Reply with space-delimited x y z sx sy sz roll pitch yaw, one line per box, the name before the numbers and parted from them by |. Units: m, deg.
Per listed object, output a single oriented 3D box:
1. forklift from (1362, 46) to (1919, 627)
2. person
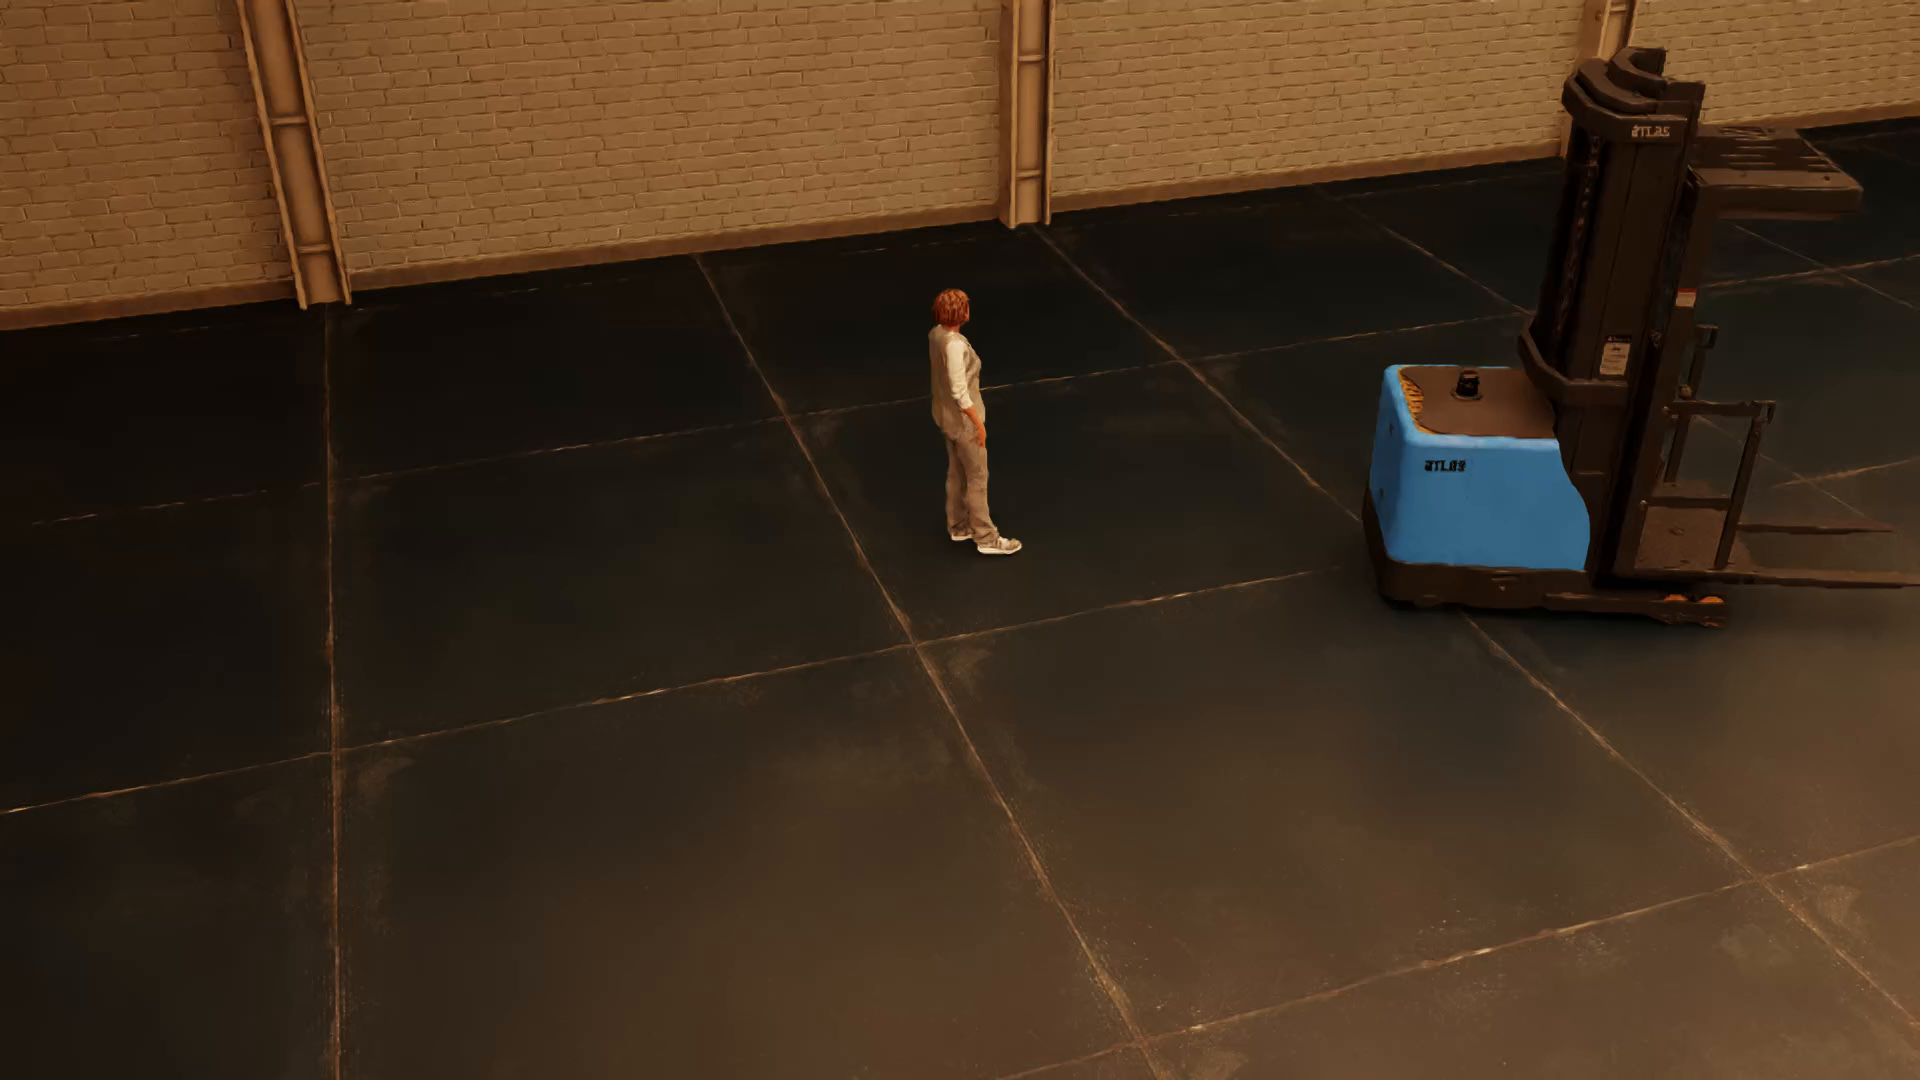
forklift | 3.916 -1.069 8.945 3.031 2.935 1.130 3 30 4
person | 0.075 -0.704 9.633 0.474 1.597 0.521 -10 31 -16
